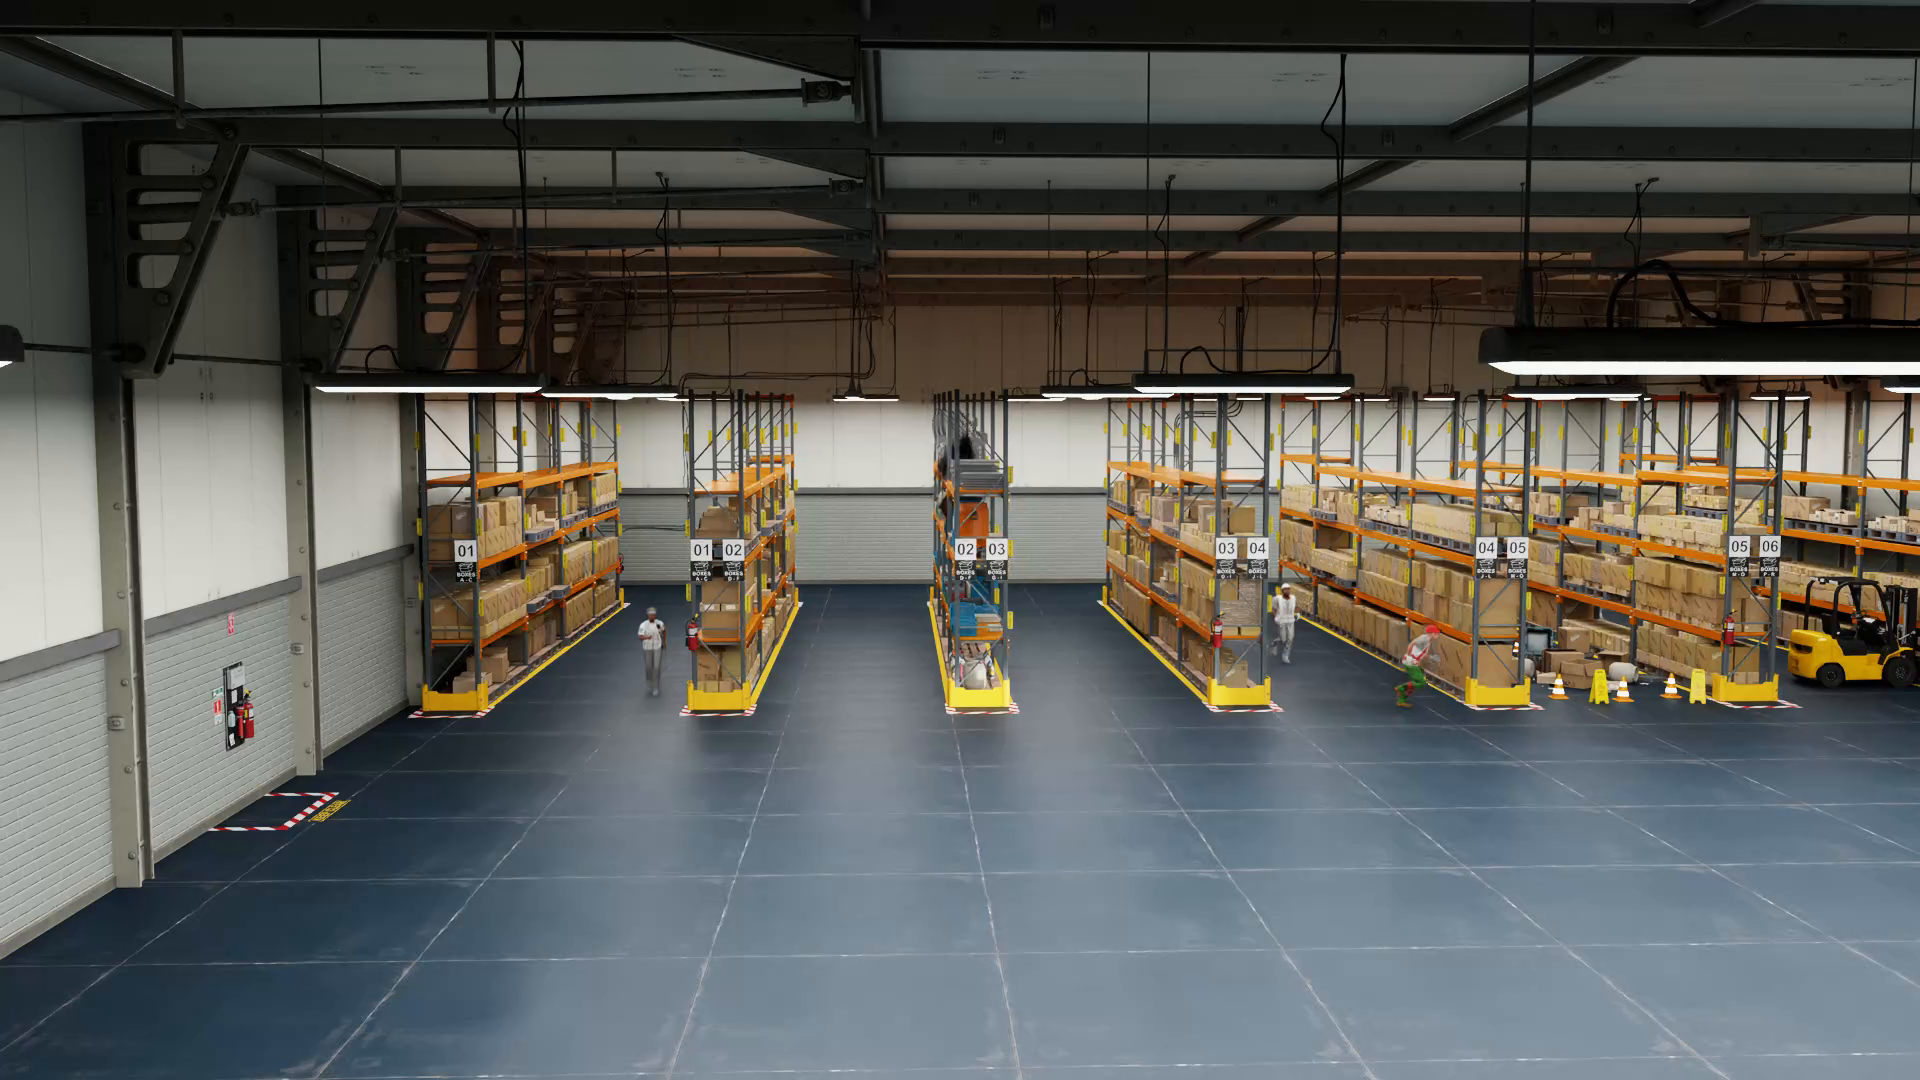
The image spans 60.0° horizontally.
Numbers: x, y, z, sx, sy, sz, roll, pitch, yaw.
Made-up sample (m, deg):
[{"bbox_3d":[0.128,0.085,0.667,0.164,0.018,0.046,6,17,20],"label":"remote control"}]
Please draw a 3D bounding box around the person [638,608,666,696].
[{"bbox_3d":[-6.093,2.175,32.916,0.557,1.716,0.901,-1,5,-12],"label":"person"}]

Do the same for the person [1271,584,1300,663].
[{"bbox_3d":[7.257,1.835,37.090,0.676,1.754,0.653,-1,5,-9],"label":"person"}]

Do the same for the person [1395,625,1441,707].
[{"bbox_3d":[8.614,2.382,31.321,0.826,1.592,0.694,2,5,24],"label":"person"}]
